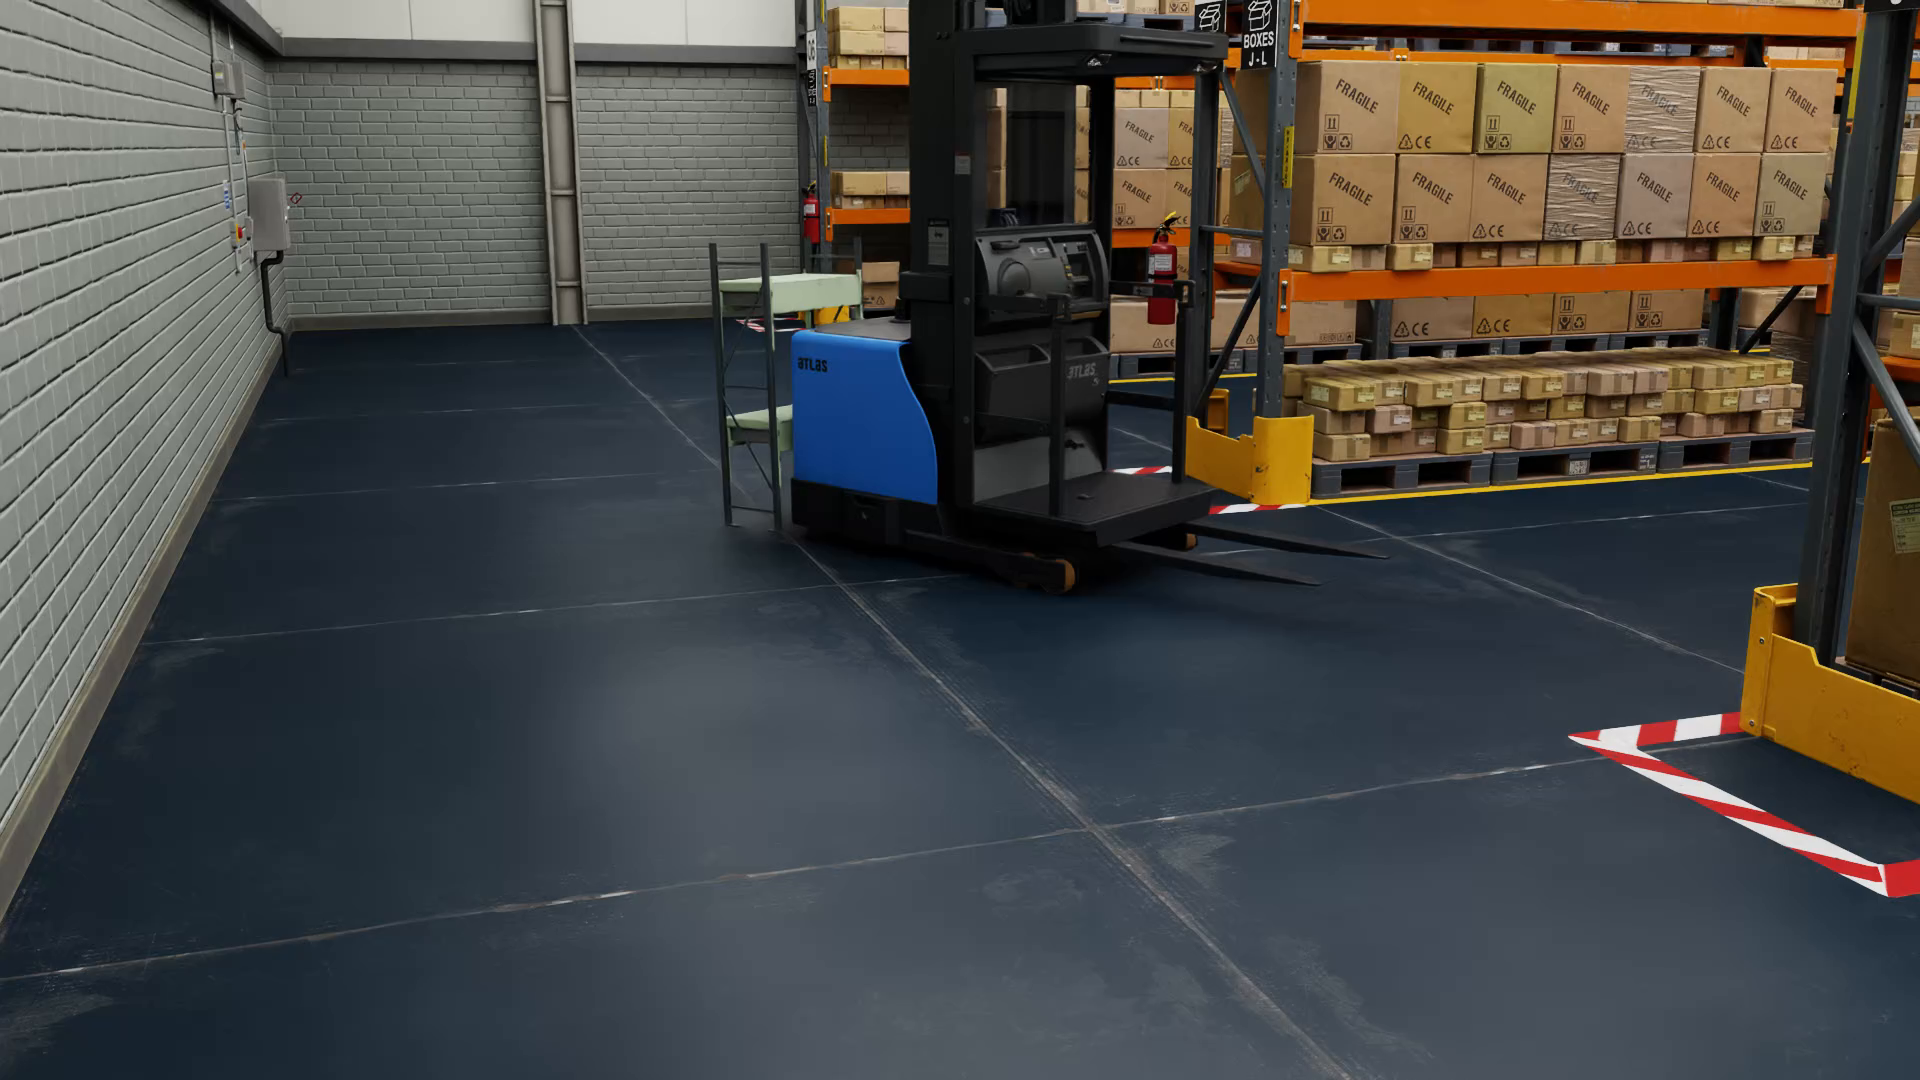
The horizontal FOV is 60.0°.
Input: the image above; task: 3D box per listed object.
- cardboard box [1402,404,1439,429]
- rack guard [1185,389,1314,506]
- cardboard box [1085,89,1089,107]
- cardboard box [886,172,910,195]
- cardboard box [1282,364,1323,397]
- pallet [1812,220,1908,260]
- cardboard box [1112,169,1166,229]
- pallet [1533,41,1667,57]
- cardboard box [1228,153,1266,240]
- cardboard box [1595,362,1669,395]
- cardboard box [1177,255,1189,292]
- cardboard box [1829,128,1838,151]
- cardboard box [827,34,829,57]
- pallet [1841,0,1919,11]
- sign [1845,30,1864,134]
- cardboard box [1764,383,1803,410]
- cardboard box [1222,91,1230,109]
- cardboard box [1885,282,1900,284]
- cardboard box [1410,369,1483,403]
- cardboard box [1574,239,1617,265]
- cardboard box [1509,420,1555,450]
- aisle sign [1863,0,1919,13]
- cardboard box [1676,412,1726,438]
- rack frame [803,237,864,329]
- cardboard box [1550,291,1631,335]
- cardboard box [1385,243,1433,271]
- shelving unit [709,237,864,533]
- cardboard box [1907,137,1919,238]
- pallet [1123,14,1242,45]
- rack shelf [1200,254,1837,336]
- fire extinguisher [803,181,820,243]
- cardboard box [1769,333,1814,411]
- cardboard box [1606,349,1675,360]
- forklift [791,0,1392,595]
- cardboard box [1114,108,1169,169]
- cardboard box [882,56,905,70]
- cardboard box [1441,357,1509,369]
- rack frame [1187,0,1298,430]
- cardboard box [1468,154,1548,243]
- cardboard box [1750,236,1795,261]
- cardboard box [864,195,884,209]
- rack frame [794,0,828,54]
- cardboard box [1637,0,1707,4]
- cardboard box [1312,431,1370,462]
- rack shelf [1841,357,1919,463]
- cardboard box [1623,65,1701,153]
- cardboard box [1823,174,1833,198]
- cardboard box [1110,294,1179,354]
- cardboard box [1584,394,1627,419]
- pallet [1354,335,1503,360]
[{"bbox_3d":[2.673,-0.775,10.028,0.250,0.149,0.380,-4,14,-17],"label":"cardboard box"},{"bbox_3d":[1.685,-0.575,9.978,0.348,0.500,1.175,-4,14,-18],"label":"rack guard"},{"bbox_3d":[1.115,-3.732,14.071,0.250,0.149,0.380,-5,14,-20],"label":"cardboard box"},{"bbox_3d":[-0.654,-4.035,18.806,0.500,0.250,0.500,-4,14,-17],"label":"cardboard box"},{"bbox_3d":[2.034,-0.986,10.276,0.250,0.149,0.380,-4,14,-17],"label":"cardboard box"},{"bbox_3d":[6.175,-2.011,11.031,1.213,0.211,1.003,-4,14,-18],"label":"pallet"},{"bbox_3d":[1.443,-2.961,14.395,0.500,0.500,0.500,-5,14,-18],"label":"cardboard box"},{"bbox_3d":[5.868,-4.679,15.757,1.213,0.211,1.003,-4,14,-15],"label":"pallet"},{"bbox_3d":[1.957,-2.068,9.996,0.500,0.500,0.500,-4,14,-17],"label":"cardboard box"},{"bbox_3d":[4.189,-1.014,10.391,0.250,0.149,0.380,-5,14,-21],"label":"cardboard box"},{"bbox_3d":[2.673,-3.221,20.198,0.500,0.500,0.500,-4,14,-16],"label":"cardboard box"},{"bbox_3d":[8.513,-3.874,16.680,0.500,0.500,0.500,-4,14,-15],"label":"cardboard box"},{"bbox_3d":[-1.313,-5.575,18.798,0.500,0.250,0.500,-5,14,-19],"label":"cardboard box"},{"bbox_3d":[6.023,-3.470,10.674,1.003,0.211,1.213,-4,14,-18],"label":"pallet"},{"bbox_3d":[2.939,-1.488,5.404,0.005,0.325,0.100,-4,14,-18],"label":"sign"},{"bbox_3d":[5.207,-0.949,10.762,0.250,0.149,0.380,-4,14,-17],"label":"cardboard box"},{"bbox_3d":[2.307,-3.836,14.509,0.250,0.149,0.380,-5,14,-19],"label":"cardboard box"},{"bbox_3d":[10.135,-2.582,17.786,0.625,0.372,0.950,-4,14,-15],"label":"cardboard box"},{"bbox_3d":[2.929,-0.930,10.037,0.250,0.149,0.380,-5,14,-21],"label":"cardboard box"},{"bbox_3d":[3.749,-1.754,10.079,0.250,0.149,0.380,-4,14,-17],"label":"cardboard box"},{"bbox_3d":[3.419,-0.662,10.196,0.250,0.149,0.380,-5,14,-21],"label":"cardboard box"},{"bbox_3d":[2.935,-2.015,5.014,0.004,0.787,0.394,-4,14,-18],"label":"aisle sign"},{"bbox_3d":[4.638,-0.759,10.607,0.250,0.149,0.380,-5,14,-20],"label":"cardboard box"},{"bbox_3d":[-0.682,-0.929,9.274,0.400,1.500,0.023,8,15,36],"label":"rack frame"},{"bbox_3d":[5.993,-2.527,16.467,0.875,0.875,0.875,-4,14,-17],"label":"cardboard box"},{"bbox_3d":[2.525,-1.651,9.644,0.250,0.149,0.380,-5,14,-20],"label":"cardboard box"},{"bbox_3d":[-0.902,-0.861,8.989,0.431,1.500,0.755,8,15,36],"label":"shelving unit"},{"bbox_3d":[3.477,-1.220,5.350,0.500,0.500,0.500,-4,14,-17],"label":"cardboard box"},{"bbox_3d":[1.797,-4.427,14.483,1.213,0.211,1.003,-4,14,-18],"label":"pallet"},{"bbox_3d":[3.509,-1.583,10.369,4.000,0.370,1.077,-4,14,-18],"label":"rack shelf"},{"bbox_3d":[-1.640,-3.620,18.354,0.183,0.674,0.296,-4,14,-18],"label":"fire extinguisher"},{"bbox_3d":[6.025,-1.178,11.609,0.500,0.500,0.500,-5,14,-19],"label":"cardboard box"},{"bbox_3d":[4.508,-1.170,11.048,0.250,0.149,0.380,-5,14,-19],"label":"cardboard box"},{"bbox_3d":[0.561,-1.312,7.826,3.031,2.935,1.130,11,17,40],"label":"forklift"},{"bbox_3d":[1.457,-3.451,14.291,0.500,0.500,0.500,-5,14,-18],"label":"cardboard box"},{"bbox_3d":[-0.783,-5.301,18.509,0.250,0.149,0.380,-4,14,-18],"label":"cardboard box"},{"bbox_3d":[3.283,-1.072,10.634,0.250,0.149,0.380,-5,14,-20],"label":"cardboard box"},{"bbox_3d":[1.613,-1.785,9.665,0.127,3.000,1.000,-4,14,-18],"label":"rack frame"},{"bbox_3d":[3.094,-2.029,9.834,0.500,0.500,0.500,-4,14,-17],"label":"cardboard box"},{"bbox_3d":[4.999,-1.843,10.450,0.250,0.149,0.380,-5,14,-20],"label":"cardboard box"},{"bbox_3d":[-1.023,-3.822,18.773,0.250,0.149,0.380,-4,14,-17],"label":"cardboard box"},{"bbox_3d":[-1.648,-6.870,18.079,0.127,3.000,1.000,-4,14,-18],"label":"rack frame"},{"bbox_3d":[4.067,-3.299,9.873,0.500,0.250,0.500,-5,14,-19],"label":"cardboard box"},{"bbox_3d":[2.212,-0.571,9.814,0.250,0.149,0.380,-4,14,-17],"label":"cardboard box"},{"bbox_3d":[4.995,-0.487,5.764,4.000,0.370,1.077,-4,14,-18],"label":"rack shelf"},{"bbox_3d":[4.067,-2.592,10.038,0.500,0.500,0.500,-4,14,-17],"label":"cardboard box"},{"bbox_3d":[5.718,-2.380,11.158,0.250,0.149,0.380,-4,14,-16],"label":"cardboard box"},{"bbox_3d":[1.397,-1.961,15.035,0.875,0.438,0.875,-4,14,-17],"label":"cardboard box"},{"bbox_3d":[3.941,-0.868,10.418,0.250,0.149,0.380,-5,14,-21],"label":"cardboard box"},{"bbox_3d":[4.437,-1.875,16.071,1.213,0.211,1.003,-4,14,-18],"label":"pallet"}]
